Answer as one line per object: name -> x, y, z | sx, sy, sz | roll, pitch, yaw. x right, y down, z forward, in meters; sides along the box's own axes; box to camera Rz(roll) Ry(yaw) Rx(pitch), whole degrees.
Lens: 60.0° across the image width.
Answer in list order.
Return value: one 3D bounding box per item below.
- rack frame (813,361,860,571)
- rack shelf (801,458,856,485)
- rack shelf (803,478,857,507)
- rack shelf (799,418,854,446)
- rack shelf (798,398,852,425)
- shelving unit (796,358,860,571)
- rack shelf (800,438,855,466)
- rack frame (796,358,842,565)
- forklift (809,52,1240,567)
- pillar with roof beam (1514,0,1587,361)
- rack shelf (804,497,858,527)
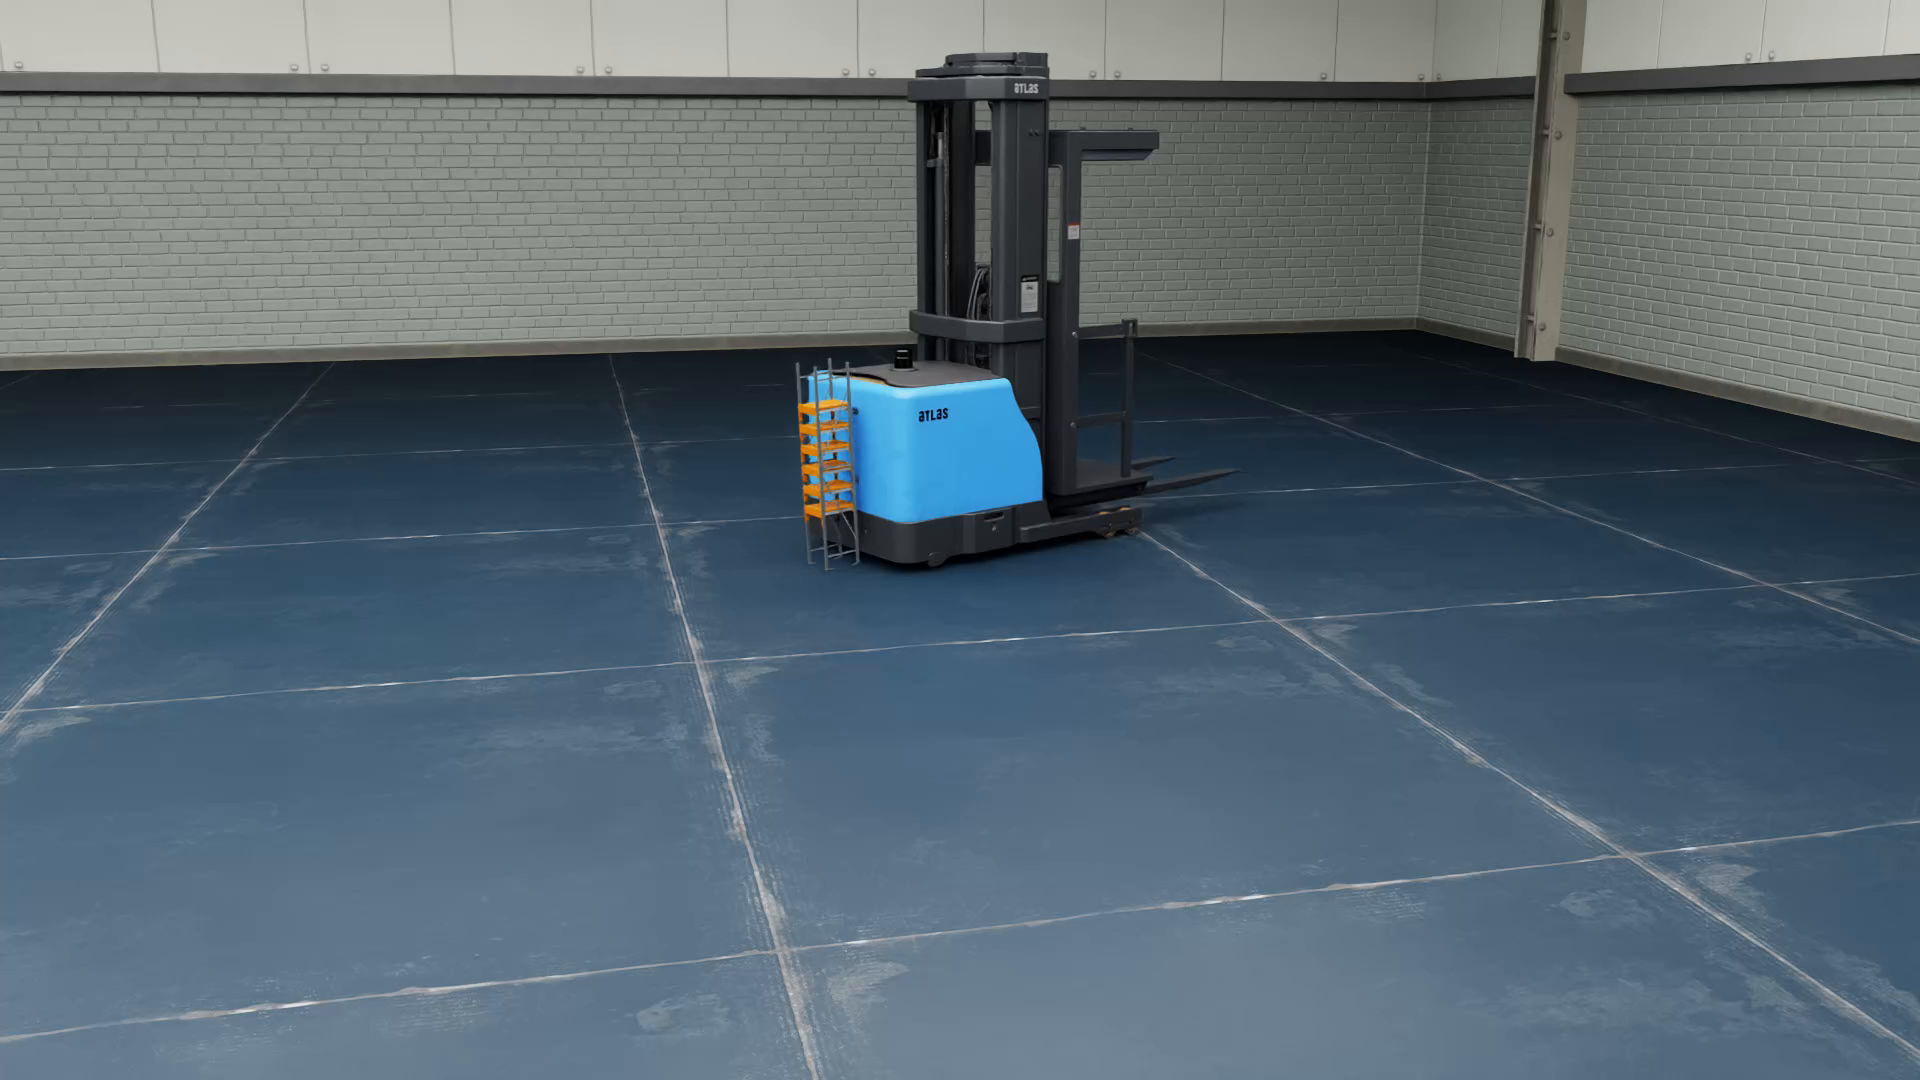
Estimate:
rack frame -> -0.710, -0.421, 9.598 | 0.240, 1.200, 0.006 | -13, 19, -36
rack shelf -> -0.765, -0.395, 9.680 | 0.258, 0.103, 0.180 | -13, 19, -36
rack shelf -> -0.760, -0.280, 9.712 | 0.258, 0.103, 0.180 | -13, 19, -36
rack shelf -> -0.773, -0.627, 9.617 | 0.258, 0.103, 0.180 | -13, 19, -36
rack shelf -> -0.777, -0.743, 9.586 | 0.258, 0.103, 0.180 | -13, 19, -36
shelving unit -> -0.766, -0.438, 9.668 | 0.258, 1.200, 0.189 | -13, 19, -36
rack shelf -> -0.769, -0.511, 9.649 | 0.258, 0.103, 0.180 | -13, 19, -36
rack frame -> -0.822, -0.455, 9.739 | 0.240, 1.200, 0.006 | -13, 19, -36
forklift -> 0.537, -1.528, 10.505 | 3.031, 2.935, 1.130 | -11, 17, -37
pillar with roof beam -> 2.332, -6.186, 16.787 | 9.100, 9.000, 0.400 | -3, 14, -13
rack shelf -> -0.756, -0.164, 9.743 | 0.258, 0.103, 0.180 | -13, 19, -36
